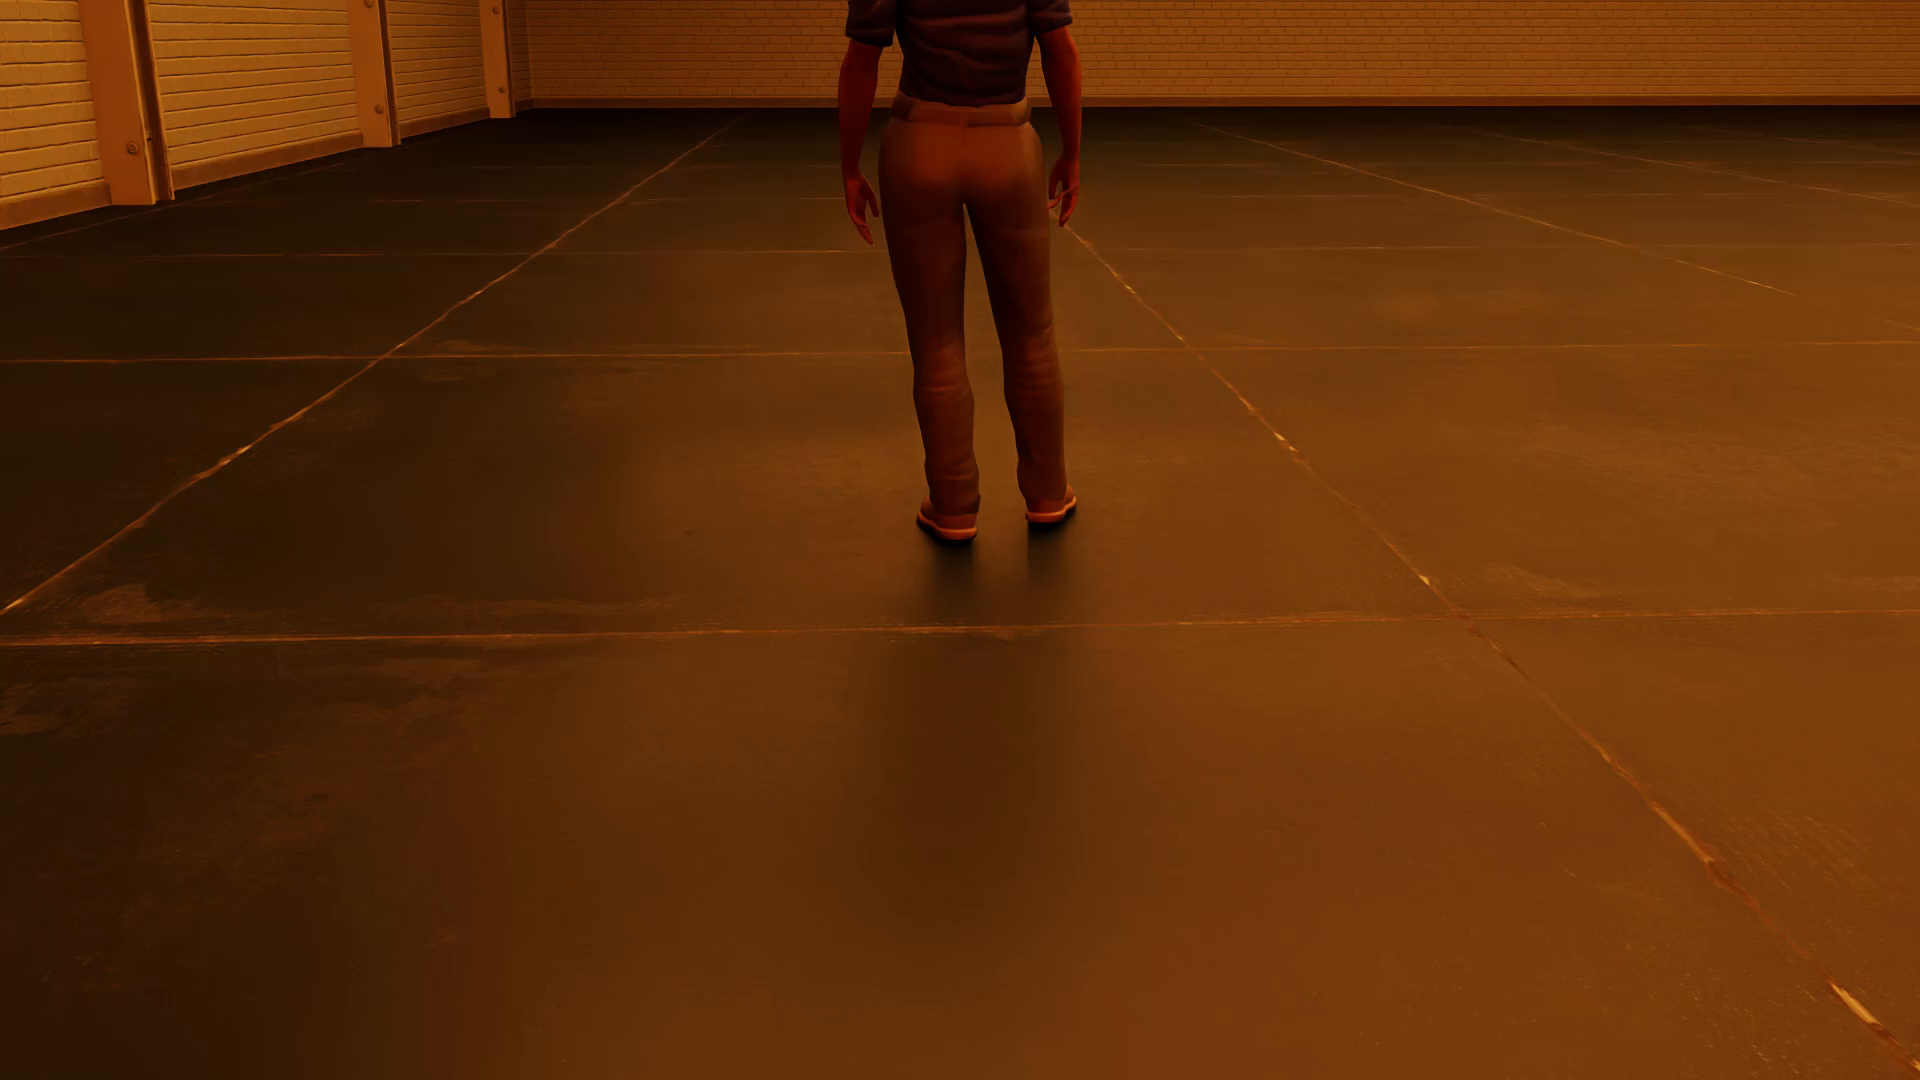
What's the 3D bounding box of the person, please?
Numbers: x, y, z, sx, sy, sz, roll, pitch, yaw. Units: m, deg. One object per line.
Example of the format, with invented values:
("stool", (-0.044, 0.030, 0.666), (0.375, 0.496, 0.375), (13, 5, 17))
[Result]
("person", (0.015, -0.824, 3.759), (0.570, 1.656, 0.503), (-1, 17, -3))
